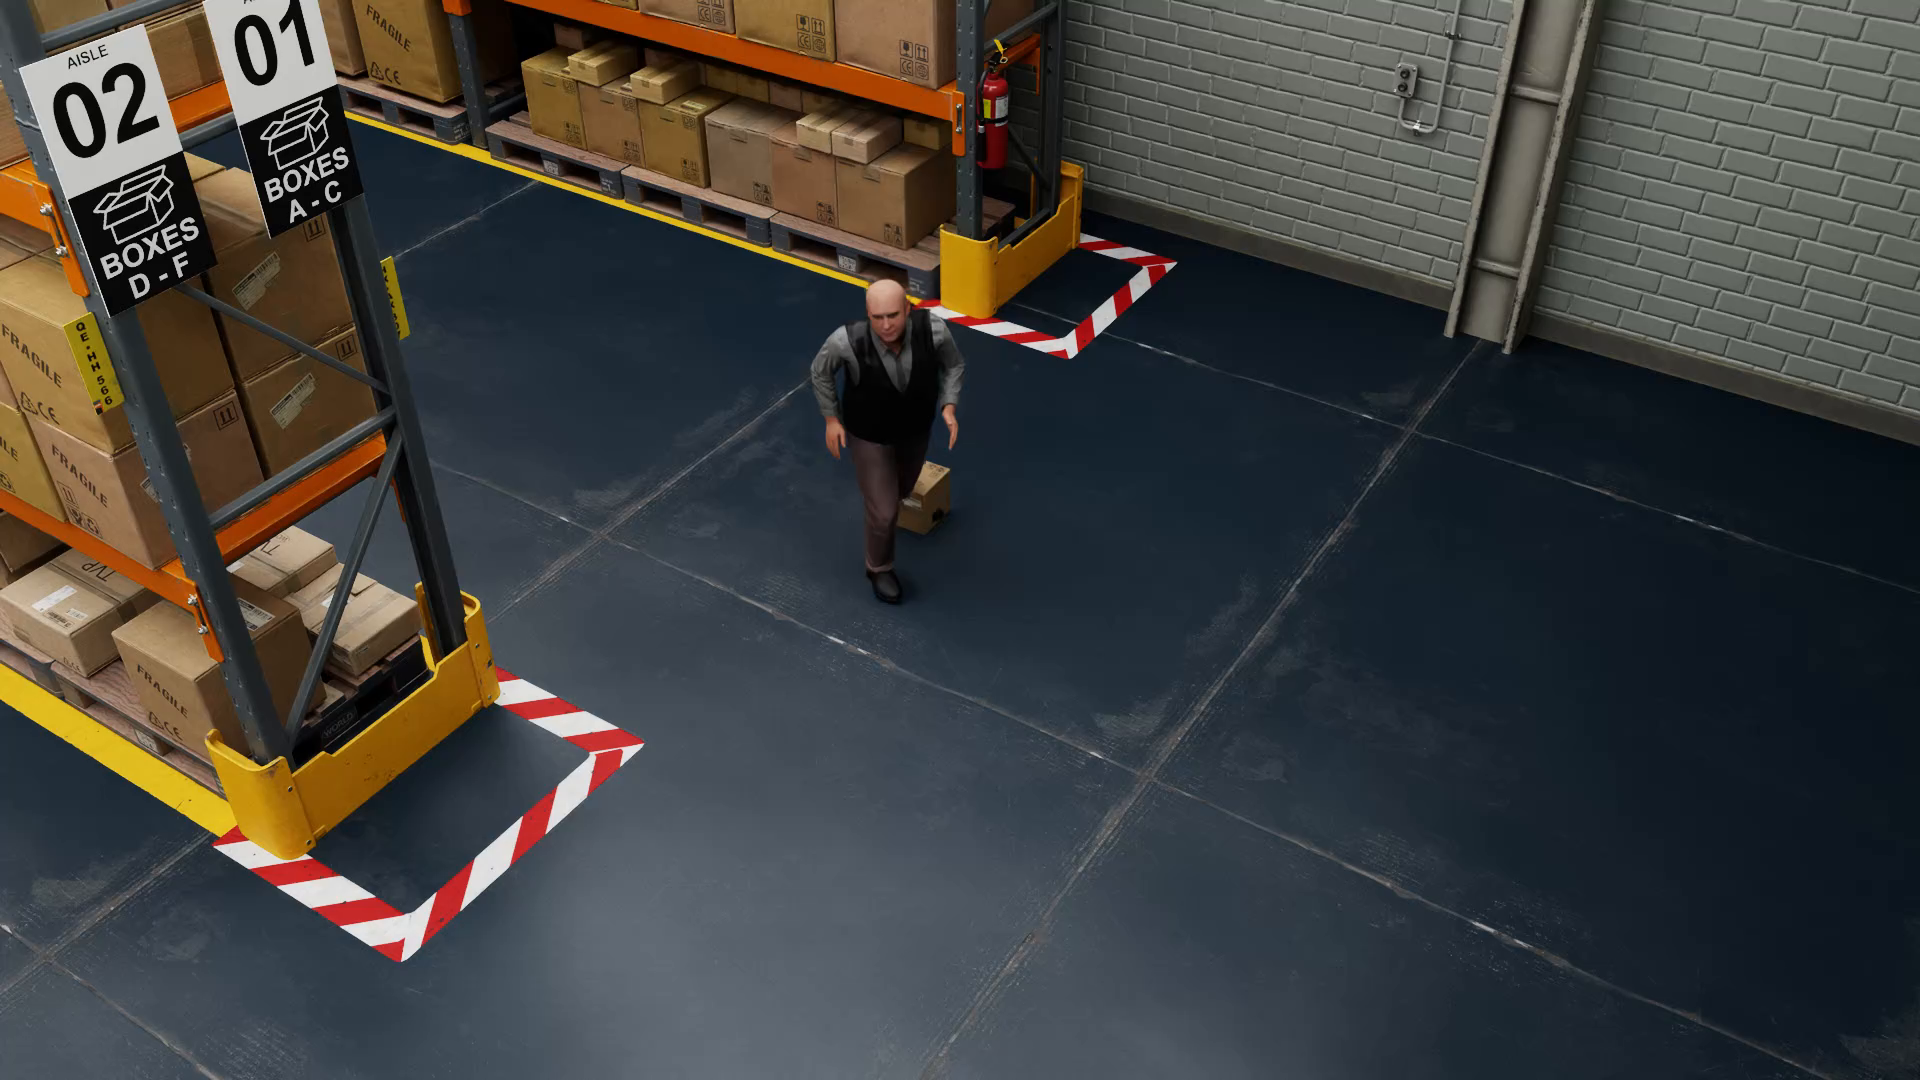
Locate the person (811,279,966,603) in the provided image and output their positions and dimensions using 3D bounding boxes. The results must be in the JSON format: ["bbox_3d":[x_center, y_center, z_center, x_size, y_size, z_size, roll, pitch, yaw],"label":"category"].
[{"bbox_3d":[-0.275,-0.511,7.405,0.701,1.656,0.866,-20,42,-23],"label":"person"}]
